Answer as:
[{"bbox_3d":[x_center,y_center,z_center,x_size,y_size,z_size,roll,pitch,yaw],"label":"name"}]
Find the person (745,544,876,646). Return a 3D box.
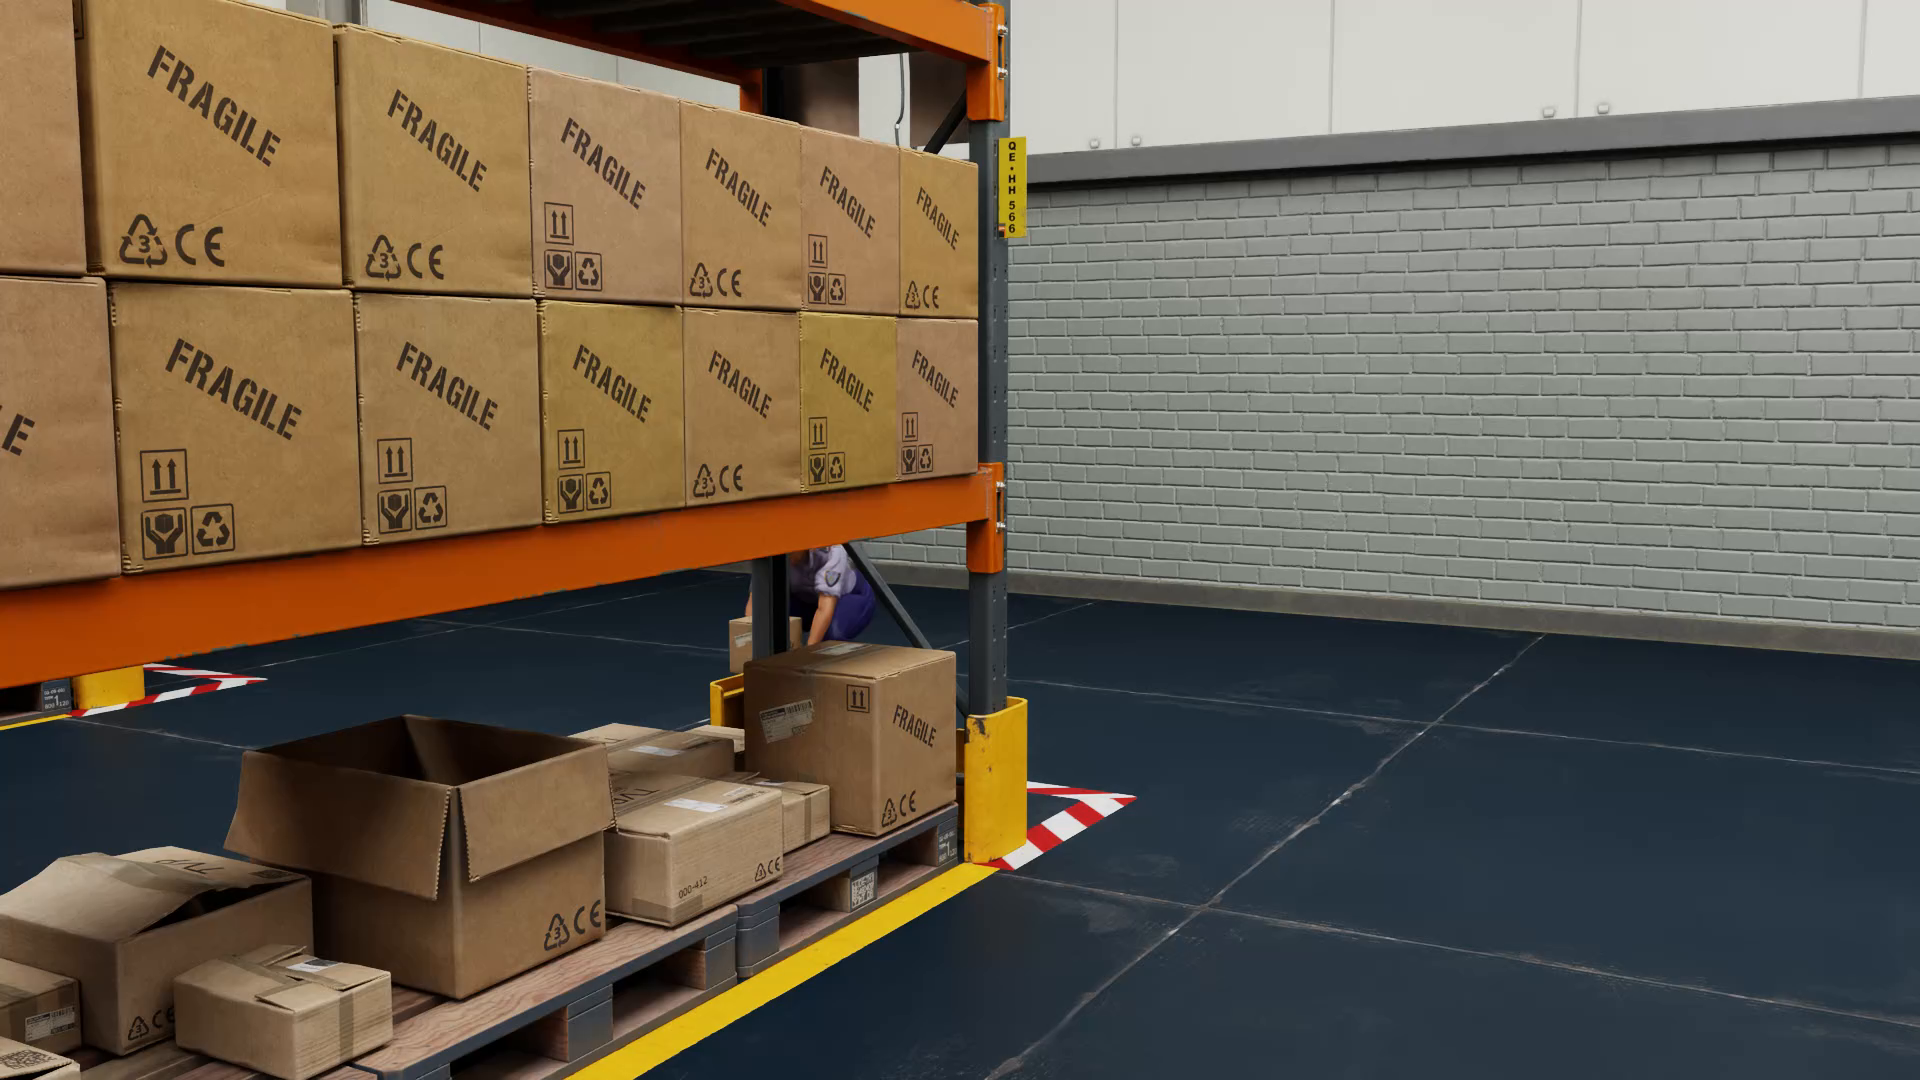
[{"bbox_3d":[-0.733,0.326,8.195,0.517,0.954,0.821,3,7,28],"label":"person"}]
